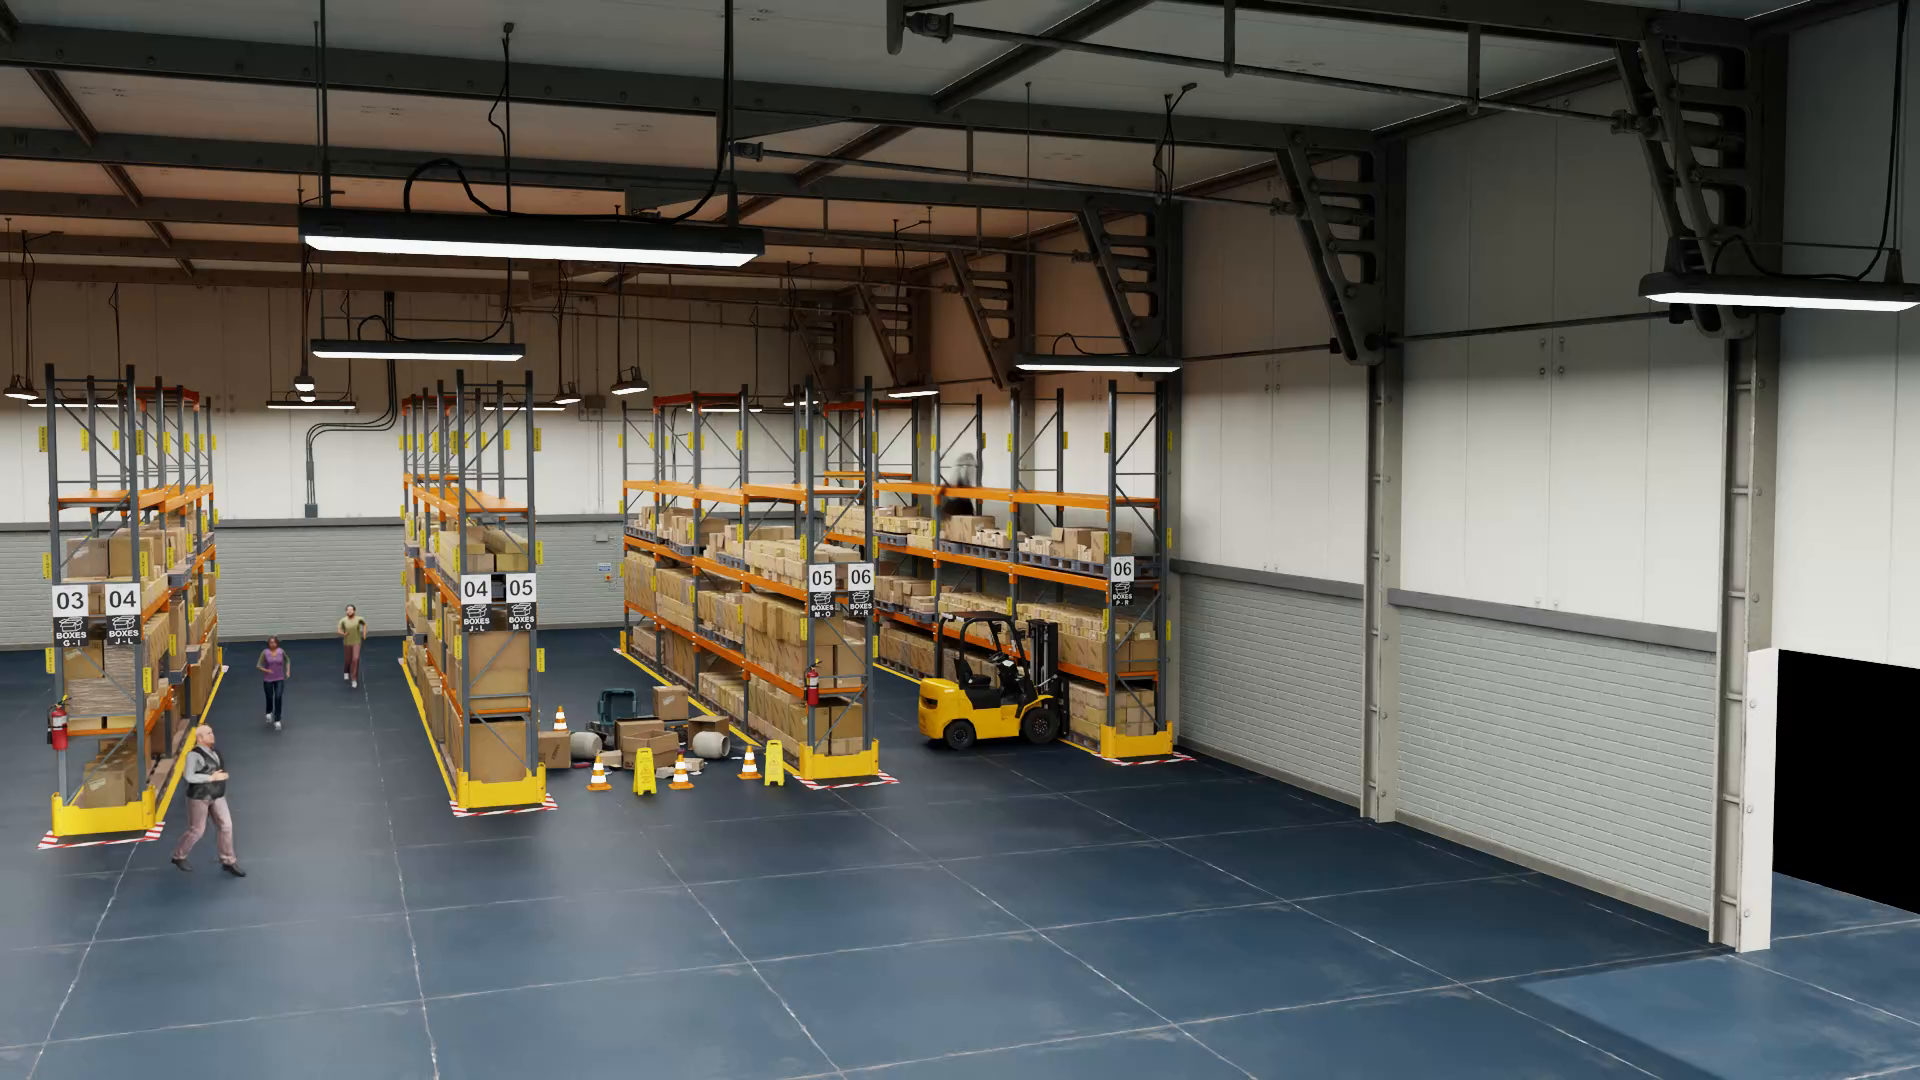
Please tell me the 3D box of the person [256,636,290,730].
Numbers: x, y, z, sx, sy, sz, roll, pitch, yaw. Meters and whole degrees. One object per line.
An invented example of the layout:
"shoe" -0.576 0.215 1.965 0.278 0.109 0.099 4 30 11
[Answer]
"person" -12.078 2.489 29.273 0.560 1.617 0.783 -2 4 -27

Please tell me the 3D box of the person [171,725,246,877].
"person" -8.701 3.006 19.141 0.878 1.758 0.654 1 3 17

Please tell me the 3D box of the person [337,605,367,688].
"person" -12.544 2.166 34.311 0.585 1.675 0.966 -1 4 -19
